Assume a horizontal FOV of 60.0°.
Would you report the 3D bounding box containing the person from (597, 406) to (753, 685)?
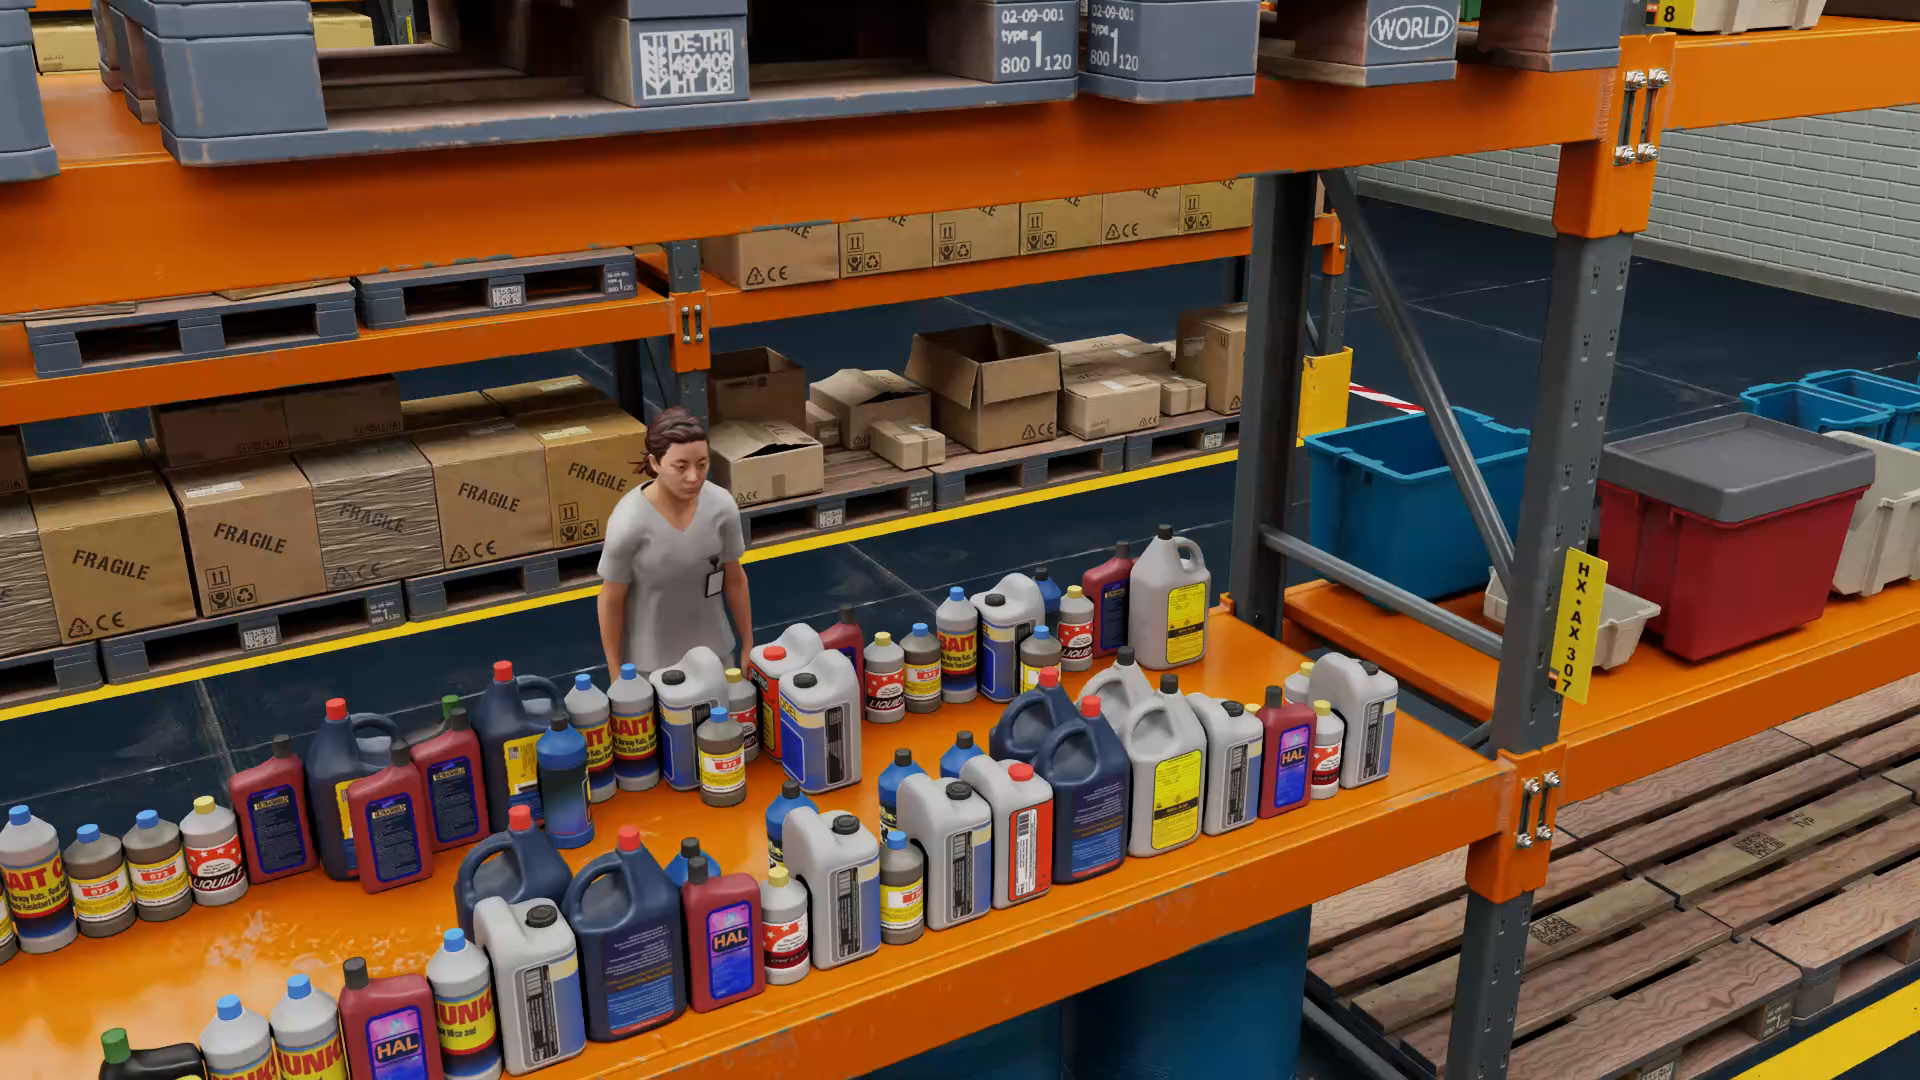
[{"bbox_3d":[-0.857,0.386,5.125,0.490,1.673,0.352,-13,25,-28],"label":"person"}]
